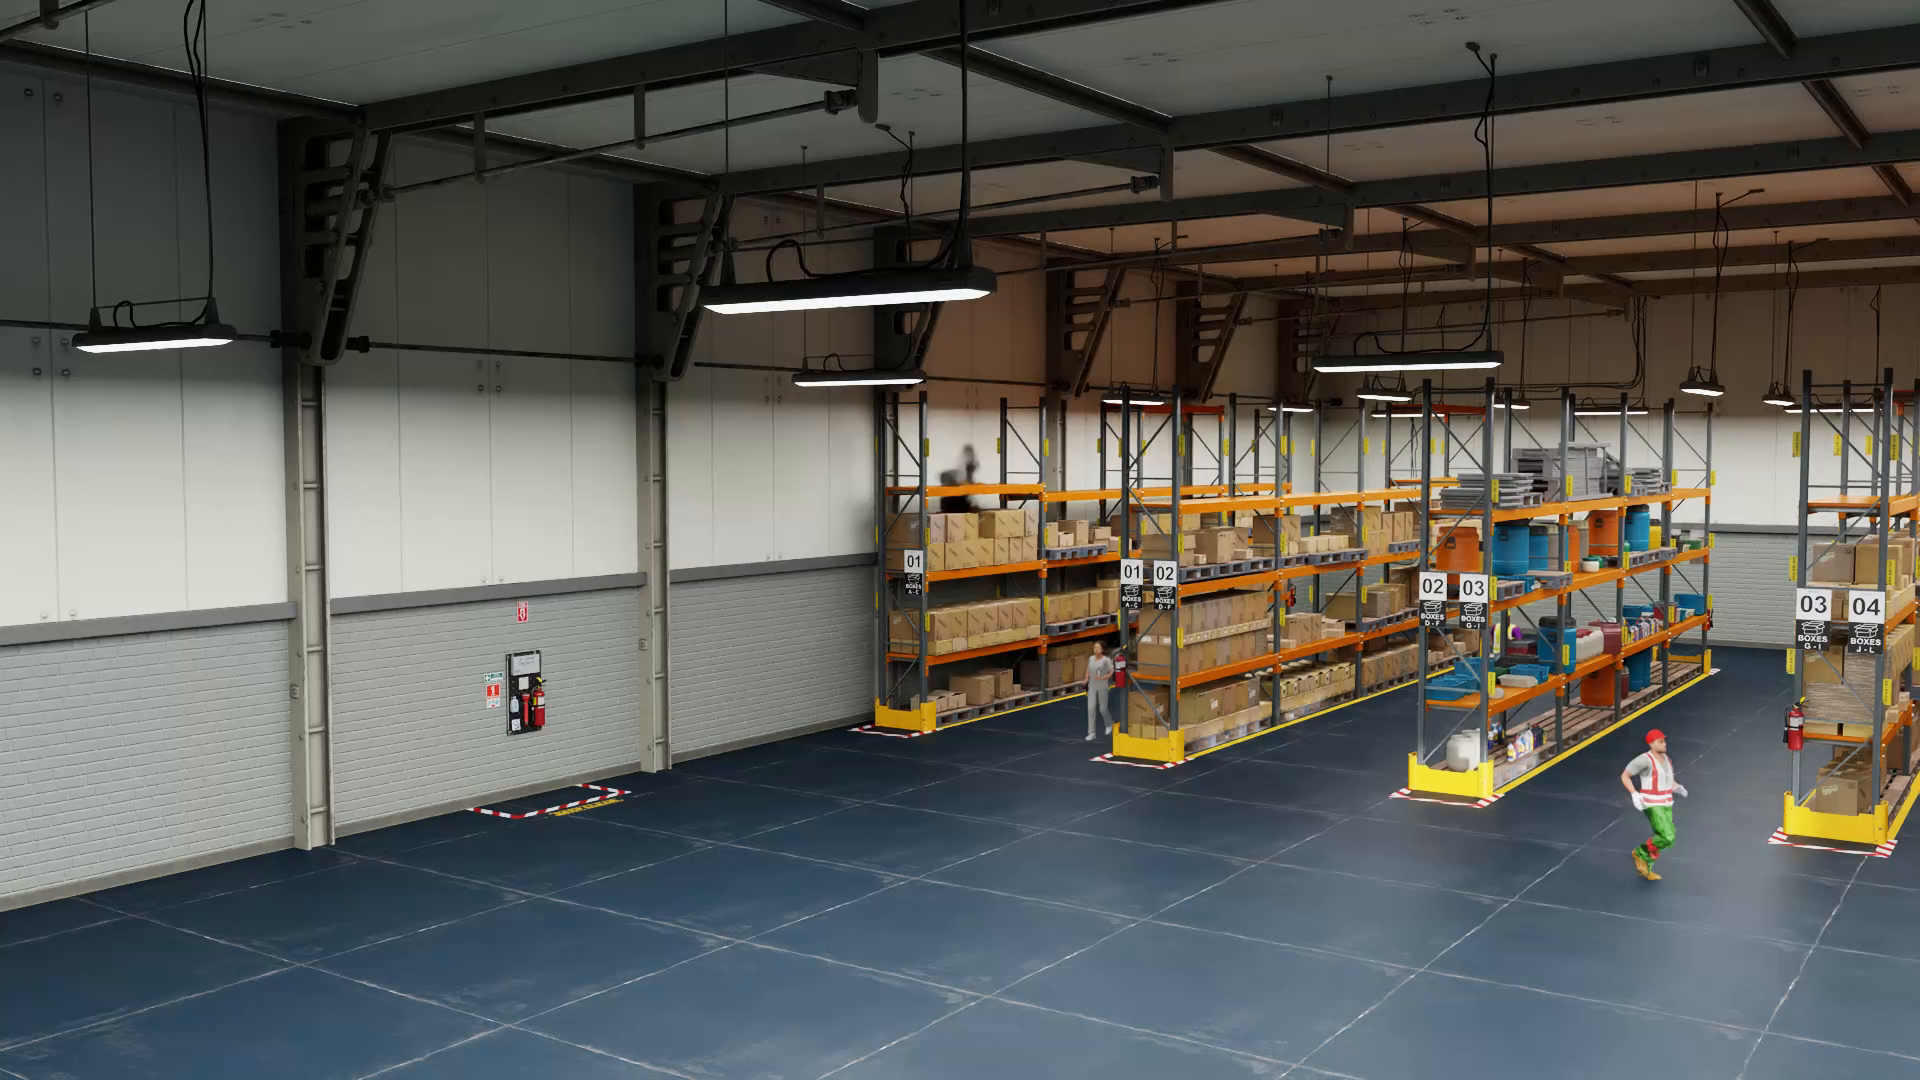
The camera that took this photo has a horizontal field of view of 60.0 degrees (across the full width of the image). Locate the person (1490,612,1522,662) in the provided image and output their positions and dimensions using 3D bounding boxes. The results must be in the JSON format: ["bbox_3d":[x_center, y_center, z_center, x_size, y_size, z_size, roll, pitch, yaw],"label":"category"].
[{"bbox_3d":[10.767,2.265,32.902,0.699,1.756,0.987,2,4,30],"label":"person"}]

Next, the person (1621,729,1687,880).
[{"bbox_3d":[8.052,3.058,19.133,0.646,1.744,0.597,-2,4,-30],"label":"person"}]

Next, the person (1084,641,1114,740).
[{"bbox_3d":[2.368,2.536,28.270,0.569,1.657,0.881,2,4,26],"label":"person"}]
